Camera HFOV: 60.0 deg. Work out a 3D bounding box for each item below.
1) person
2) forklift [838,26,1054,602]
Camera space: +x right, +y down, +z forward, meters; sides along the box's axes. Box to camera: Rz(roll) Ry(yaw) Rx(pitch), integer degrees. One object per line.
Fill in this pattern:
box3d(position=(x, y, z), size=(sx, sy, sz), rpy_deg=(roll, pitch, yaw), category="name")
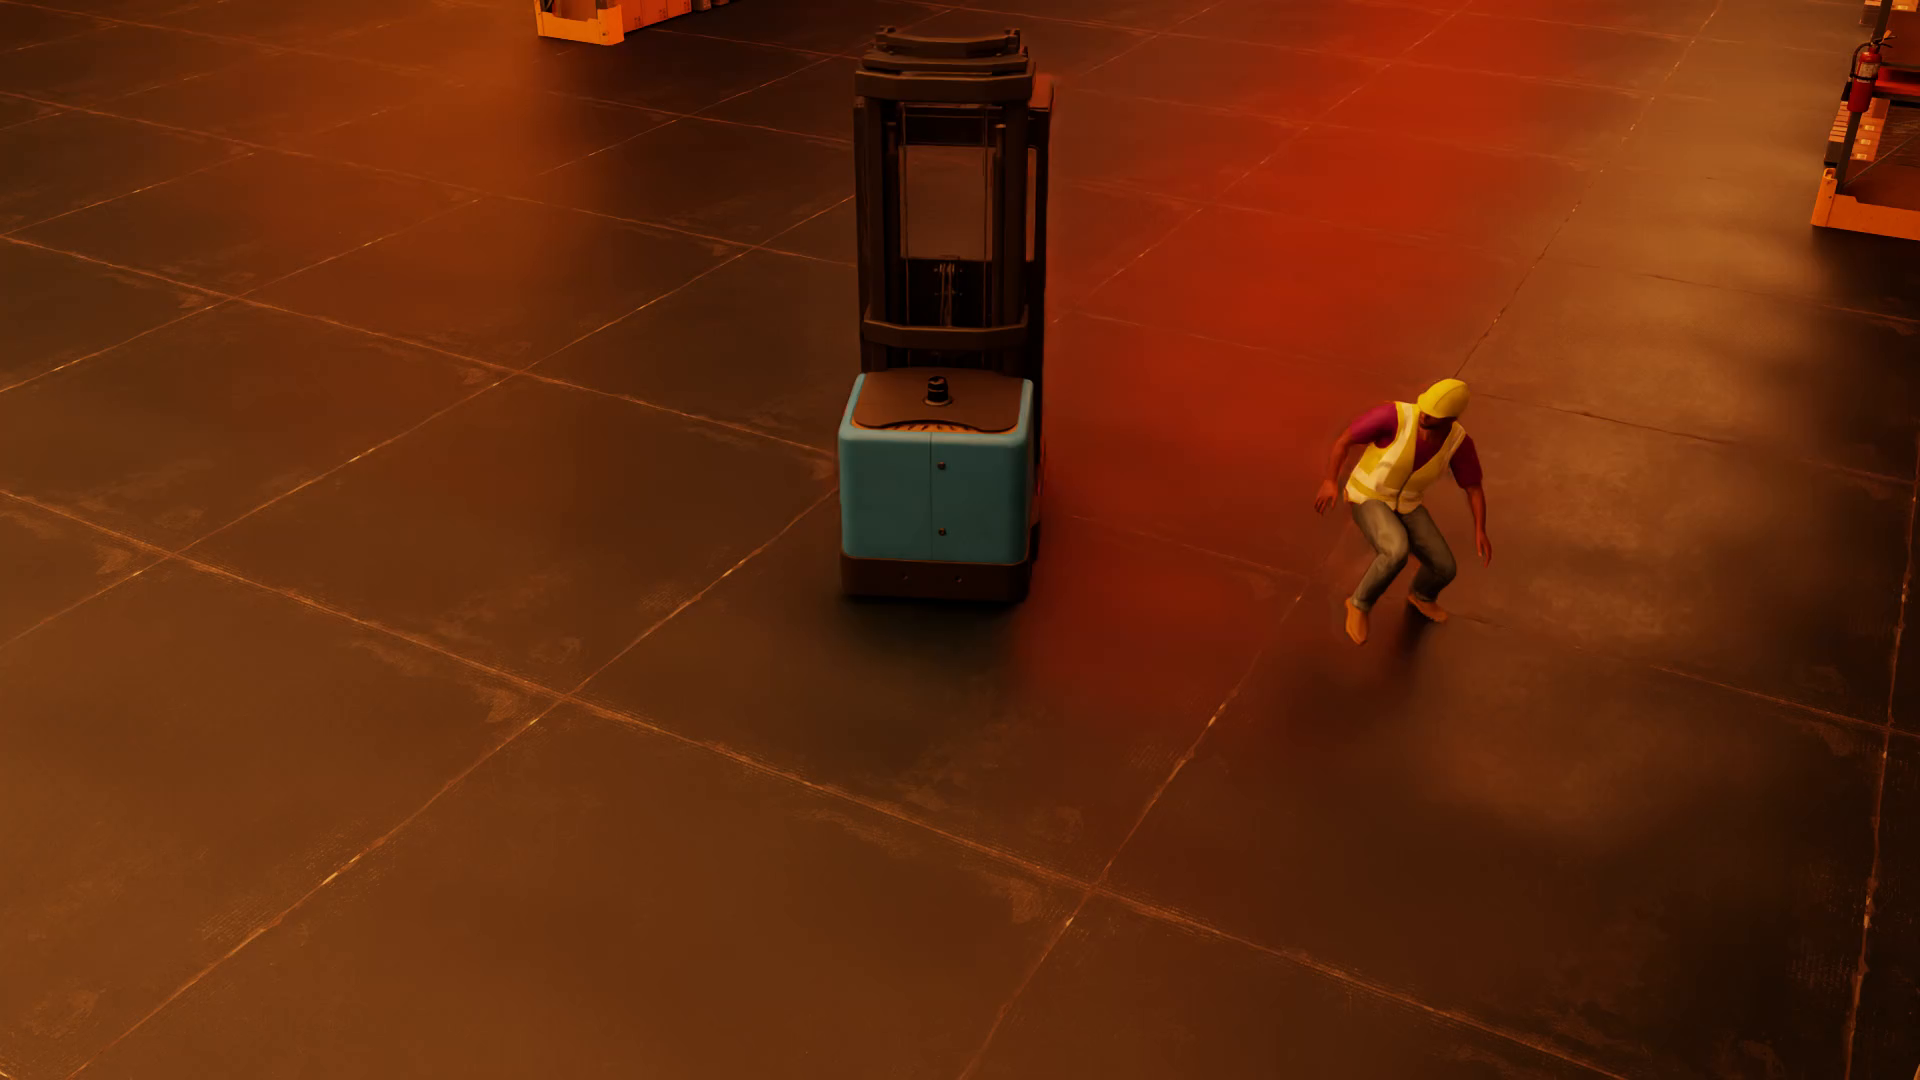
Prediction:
box3d(position=(2.362, -0.158, 8.813), size=(0.841, 1.521, 0.693), rpy_deg=(-8, 31, -13), category="person")
box3d(position=(-0.027, -1.634, 9.902), size=(1.130, 2.935, 3.031), rpy_deg=(2, 30, 4), category="forklift")
